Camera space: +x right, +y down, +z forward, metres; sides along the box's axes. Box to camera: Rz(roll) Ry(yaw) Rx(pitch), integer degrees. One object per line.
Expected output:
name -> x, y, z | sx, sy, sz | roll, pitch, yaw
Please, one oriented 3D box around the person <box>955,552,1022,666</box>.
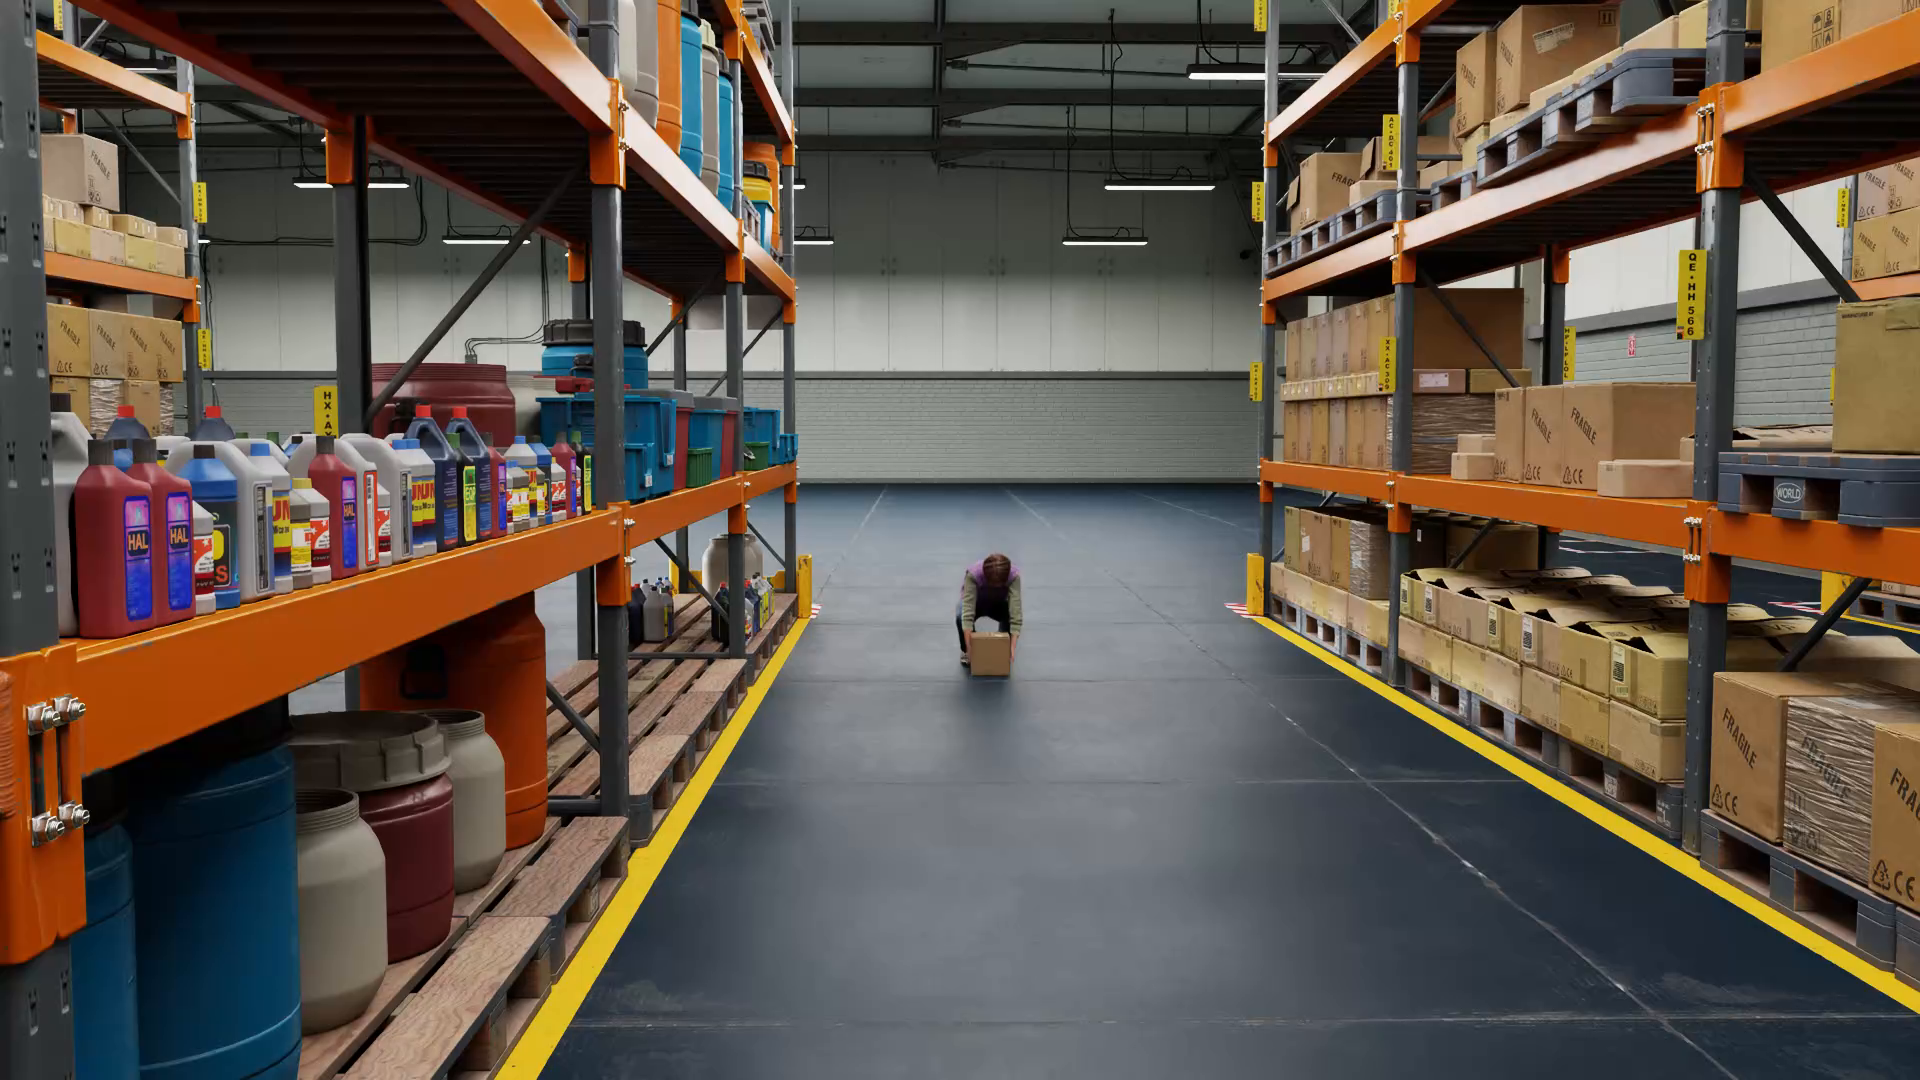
person -> 0.186, 0.451, 11.121 | 0.437, 0.786, 0.803 | 0, 4, -1
